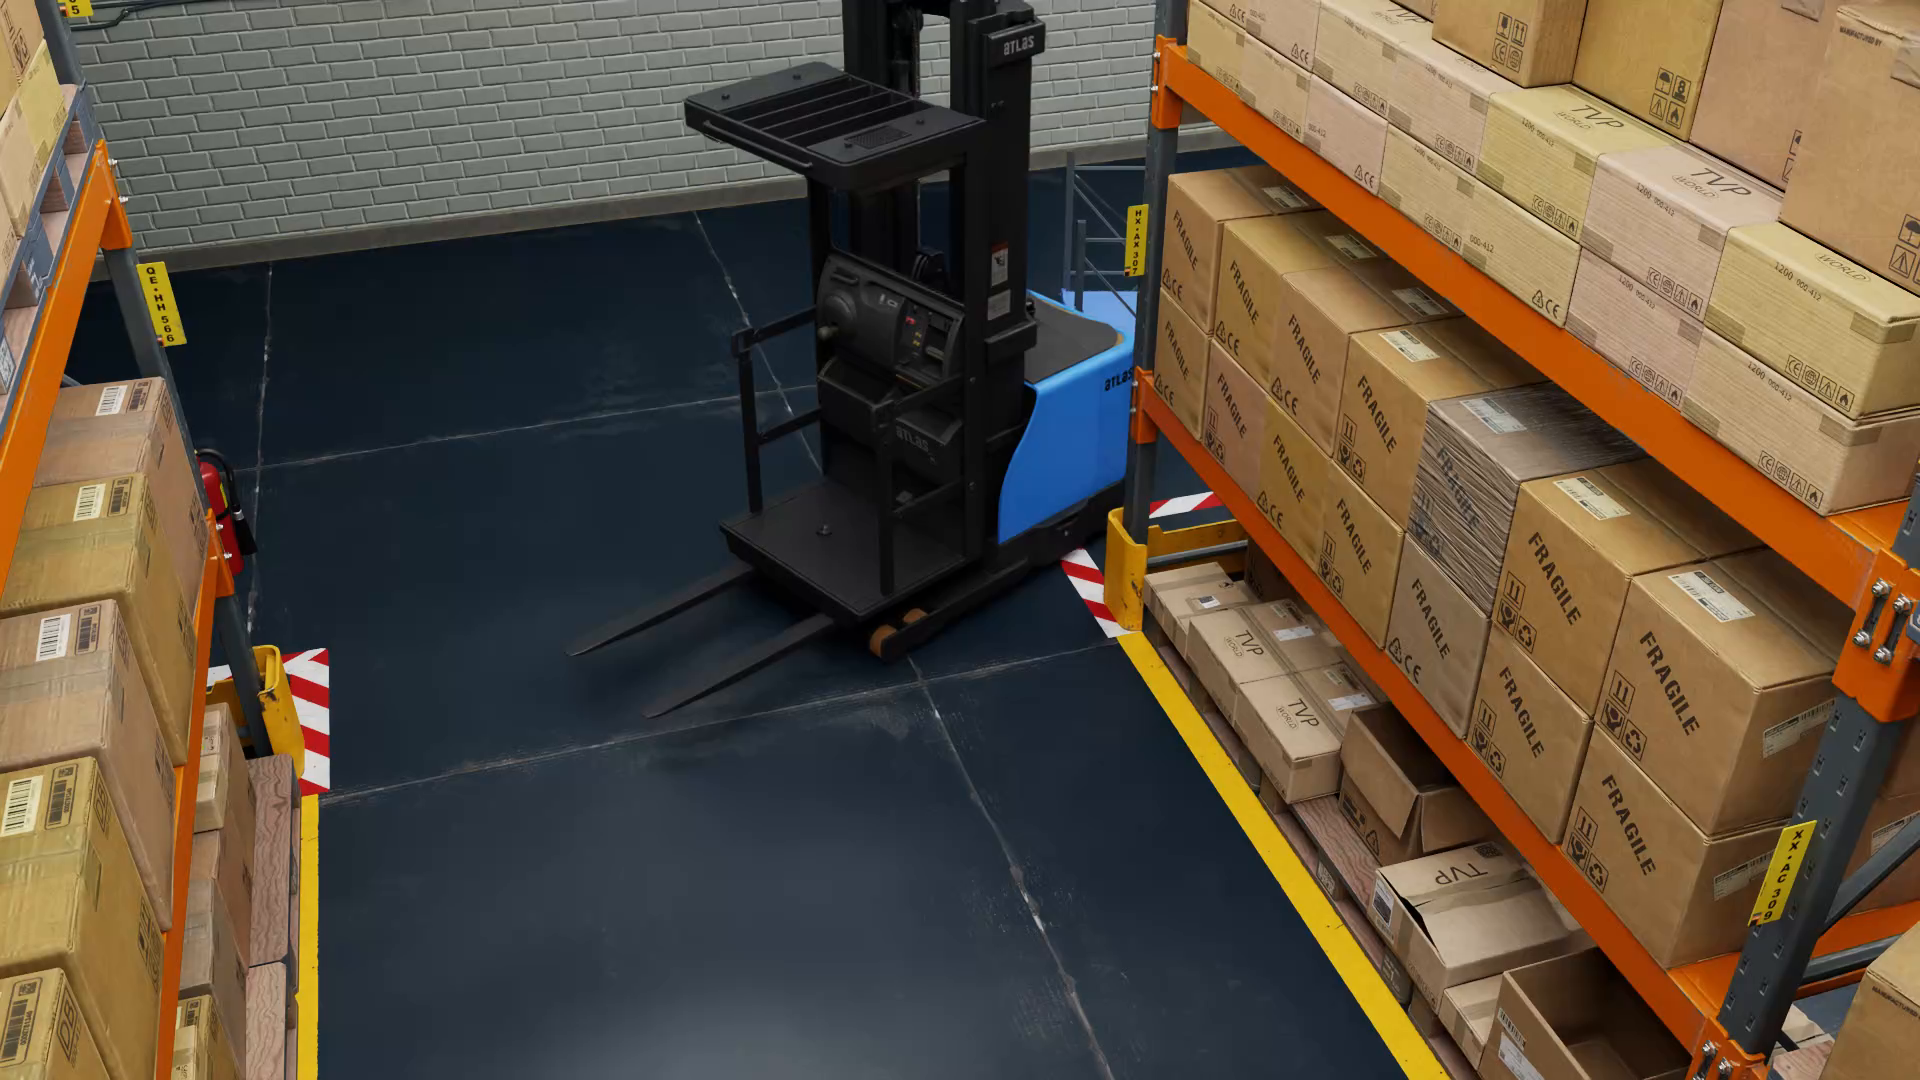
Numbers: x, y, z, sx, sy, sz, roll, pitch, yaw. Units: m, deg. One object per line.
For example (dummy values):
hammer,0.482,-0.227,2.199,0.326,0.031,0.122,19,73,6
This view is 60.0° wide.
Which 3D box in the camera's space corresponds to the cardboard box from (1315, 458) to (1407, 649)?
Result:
cardboard box,1.631,0.007,5.928,0.500,0.500,0.500,-10,35,-14

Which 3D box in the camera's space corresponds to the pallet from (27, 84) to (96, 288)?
pallet,-3.197,-1.017,4.928,1.003,0.211,1.213,-10,35,-15

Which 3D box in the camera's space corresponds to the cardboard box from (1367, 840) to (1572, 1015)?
cardboard box,1.831,1.368,5.999,0.500,0.311,0.500,-10,35,-15

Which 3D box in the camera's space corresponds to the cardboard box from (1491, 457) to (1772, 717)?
cardboard box,1.944,0.125,4.842,0.500,0.500,0.500,-11,35,-16

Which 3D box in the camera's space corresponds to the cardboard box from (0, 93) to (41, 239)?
cardboard box,-2.797,-0.983,4.461,0.500,0.250,0.500,-11,35,-17

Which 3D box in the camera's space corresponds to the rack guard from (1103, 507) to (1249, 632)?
rack guard,1.306,0.057,8.210,1.175,0.500,0.348,-10,35,-15

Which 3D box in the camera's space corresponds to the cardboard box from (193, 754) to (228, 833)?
cardboard box,-2.833,0.928,5.923,0.380,0.149,0.250,-9,35,-13

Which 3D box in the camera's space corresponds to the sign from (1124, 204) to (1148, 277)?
sign,0.766,-1.295,7.204,0.100,0.325,0.005,-10,35,-15

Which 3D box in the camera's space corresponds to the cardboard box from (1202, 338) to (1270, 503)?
cardboard box,1.330,-0.520,6.725,0.500,0.500,0.500,-10,35,-15

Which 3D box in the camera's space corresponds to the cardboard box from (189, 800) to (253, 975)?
cardboard box,-2.972,1.291,5.963,0.700,0.500,0.500,-10,35,-15

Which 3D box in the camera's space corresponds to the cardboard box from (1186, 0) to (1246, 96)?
cardboard box,1.198,-1.902,6.323,0.500,0.250,0.500,-10,35,-15

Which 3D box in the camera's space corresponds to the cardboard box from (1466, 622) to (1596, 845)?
cardboard box,1.948,0.543,5.116,0.500,0.500,0.500,-9,35,-13

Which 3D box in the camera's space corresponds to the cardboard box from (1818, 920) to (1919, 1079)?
cardboard box,2.435,1.144,3.826,0.700,0.500,0.500,-23,40,-30

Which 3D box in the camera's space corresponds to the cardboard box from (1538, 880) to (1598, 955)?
cardboard box,2.308,1.364,6.136,0.380,0.166,0.250,-10,35,-15

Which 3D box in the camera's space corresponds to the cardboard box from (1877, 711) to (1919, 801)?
cardboard box,2.628,0.321,4.546,0.500,0.500,0.500,-9,35,-13

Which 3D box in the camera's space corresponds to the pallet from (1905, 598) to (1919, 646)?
pallet,2.635,0.256,3.092,1.213,0.211,1.003,-10,35,-15

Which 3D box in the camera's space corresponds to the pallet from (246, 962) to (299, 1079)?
pallet,-2.746,2.019,5.503,1.003,0.211,1.213,-10,35,-15

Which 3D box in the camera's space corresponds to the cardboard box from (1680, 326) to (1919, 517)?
cardboard box,2.102,-0.325,3.936,0.500,0.250,0.500,-10,35,-15

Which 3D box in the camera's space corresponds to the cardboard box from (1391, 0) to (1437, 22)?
cardboard box,1.782,-1.948,5.258,0.700,0.500,0.500,-10,35,-15

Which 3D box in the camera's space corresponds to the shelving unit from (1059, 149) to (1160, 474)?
shelving unit,0.853,-1.284,9.333,0.538,1.500,1.048,0,33,0

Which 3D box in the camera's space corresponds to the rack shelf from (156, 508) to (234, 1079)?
rack shelf,-2.823,1.160,4.927,1.077,0.370,4.000,-10,35,-15

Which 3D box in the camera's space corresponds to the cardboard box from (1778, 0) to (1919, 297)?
cardboard box,2.319,-0.885,3.649,0.700,0.500,0.500,-10,35,-15

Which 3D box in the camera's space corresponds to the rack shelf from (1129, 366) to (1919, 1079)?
rack shelf,1.893,0.325,6.190,1.077,0.370,4.000,-10,35,-15

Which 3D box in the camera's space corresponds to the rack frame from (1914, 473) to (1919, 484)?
rack frame,2.503,-1.428,2.749,1.000,3.000,0.127,-10,35,-15

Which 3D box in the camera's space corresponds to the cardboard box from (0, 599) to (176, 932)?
cardboard box,-2.812,0.732,4.649,0.980,0.700,0.700,-12,35,-17

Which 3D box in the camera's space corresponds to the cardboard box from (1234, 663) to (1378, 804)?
cardboard box,1.484,0.796,6.919,0.500,0.250,0.500,-10,35,-15

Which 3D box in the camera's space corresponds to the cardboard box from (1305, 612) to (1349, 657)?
cardboard box,1.721,0.445,7.527,0.380,0.166,0.250,-10,35,-15

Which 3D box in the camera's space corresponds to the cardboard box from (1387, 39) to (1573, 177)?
cardboard box,1.645,-1.321,4.990,0.500,0.250,0.500,-10,35,-15

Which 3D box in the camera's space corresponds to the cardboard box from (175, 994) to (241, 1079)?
cardboard box,-2.648,1.833,5.141,0.700,0.500,0.500,-9,35,-14

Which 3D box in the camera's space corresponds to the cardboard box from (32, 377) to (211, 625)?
cardboard box,-3.268,-0.050,5.832,0.980,0.700,0.700,-8,34,-13

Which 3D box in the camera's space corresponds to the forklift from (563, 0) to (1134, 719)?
forklift,-0.486,-0.975,7.566,3.031,2.935,1.130,-28,42,-35

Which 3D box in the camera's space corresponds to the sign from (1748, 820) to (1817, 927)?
sign,1.989,0.809,4.020,0.100,0.325,0.005,-10,35,-15

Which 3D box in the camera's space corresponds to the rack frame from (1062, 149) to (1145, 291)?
rack frame,0.853,-1.564,9.757,0.500,1.500,0.032,0,33,0

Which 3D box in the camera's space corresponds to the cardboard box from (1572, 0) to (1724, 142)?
cardboard box,2.143,-1.432,4.478,0.700,0.500,0.500,-10,35,-15

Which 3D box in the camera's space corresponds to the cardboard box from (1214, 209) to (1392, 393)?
cardboard box,1.334,-0.934,6.445,0.500,0.500,0.500,-10,35,-14

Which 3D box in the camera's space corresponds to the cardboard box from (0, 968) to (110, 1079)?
cardboard box,-2.363,1.497,3.492,0.980,0.700,0.700,-9,35,-14

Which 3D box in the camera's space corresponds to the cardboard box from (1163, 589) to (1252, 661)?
cardboard box,1.160,0.382,7.622,0.380,0.166,0.250,-10,35,-15

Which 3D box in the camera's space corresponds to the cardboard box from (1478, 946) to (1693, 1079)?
cardboard box,2.059,1.683,5.351,0.500,0.500,0.500,-10,35,-15

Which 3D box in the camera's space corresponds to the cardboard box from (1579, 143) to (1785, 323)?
cardboard box,1.947,-0.796,4.195,0.500,0.250,0.500,-10,35,-15

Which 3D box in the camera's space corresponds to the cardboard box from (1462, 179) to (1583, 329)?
cardboard box,1.799,-0.850,4.731,0.500,0.250,0.500,-10,35,-15

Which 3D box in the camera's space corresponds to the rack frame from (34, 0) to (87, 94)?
rack frame,-3.433,-2.693,4.664,1.000,3.000,0.127,-10,35,-15

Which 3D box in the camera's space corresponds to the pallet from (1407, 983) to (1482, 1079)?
pallet,2.295,1.877,5.718,1.003,0.211,1.213,-10,35,-15

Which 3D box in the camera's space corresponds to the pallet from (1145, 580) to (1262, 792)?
pallet,1.550,0.596,7.656,1.003,0.211,1.213,-10,35,-15

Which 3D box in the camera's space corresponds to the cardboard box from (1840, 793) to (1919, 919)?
cardboard box,2.607,0.719,4.850,0.500,0.500,0.500,-9,35,-13

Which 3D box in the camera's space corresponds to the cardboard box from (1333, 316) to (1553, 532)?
cardboard box,1.638,-0.404,5.643,0.500,0.500,0.500,-10,35,-15

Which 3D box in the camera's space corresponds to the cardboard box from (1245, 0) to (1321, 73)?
cardboard box,1.338,-1.846,5.784,0.500,0.250,0.500,-10,35,-15

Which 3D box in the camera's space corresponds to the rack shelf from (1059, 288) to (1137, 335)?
rack shelf,0.853,-1.134,9.432,0.538,0.185,1.000,0,33,0

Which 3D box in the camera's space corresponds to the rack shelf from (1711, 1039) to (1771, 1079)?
rack shelf,3.113,2.425,3.012,1.077,0.370,4.000,-10,35,-15

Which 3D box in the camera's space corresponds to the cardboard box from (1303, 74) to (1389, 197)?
cardboard box,1.492,-1.375,5.525,0.500,0.250,0.500,-10,35,-15

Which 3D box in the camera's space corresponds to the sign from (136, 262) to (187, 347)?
sign,-2.912,-0.856,6.060,0.100,0.325,0.005,-10,35,-15

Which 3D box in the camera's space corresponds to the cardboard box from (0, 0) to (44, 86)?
cardboard box,-2.950,-1.571,4.670,0.500,0.500,0.500,-10,35,-15

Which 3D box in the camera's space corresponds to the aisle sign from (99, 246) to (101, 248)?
aisle sign,-3.170,-1.363,5.734,0.394,0.787,0.004,-10,35,-15
